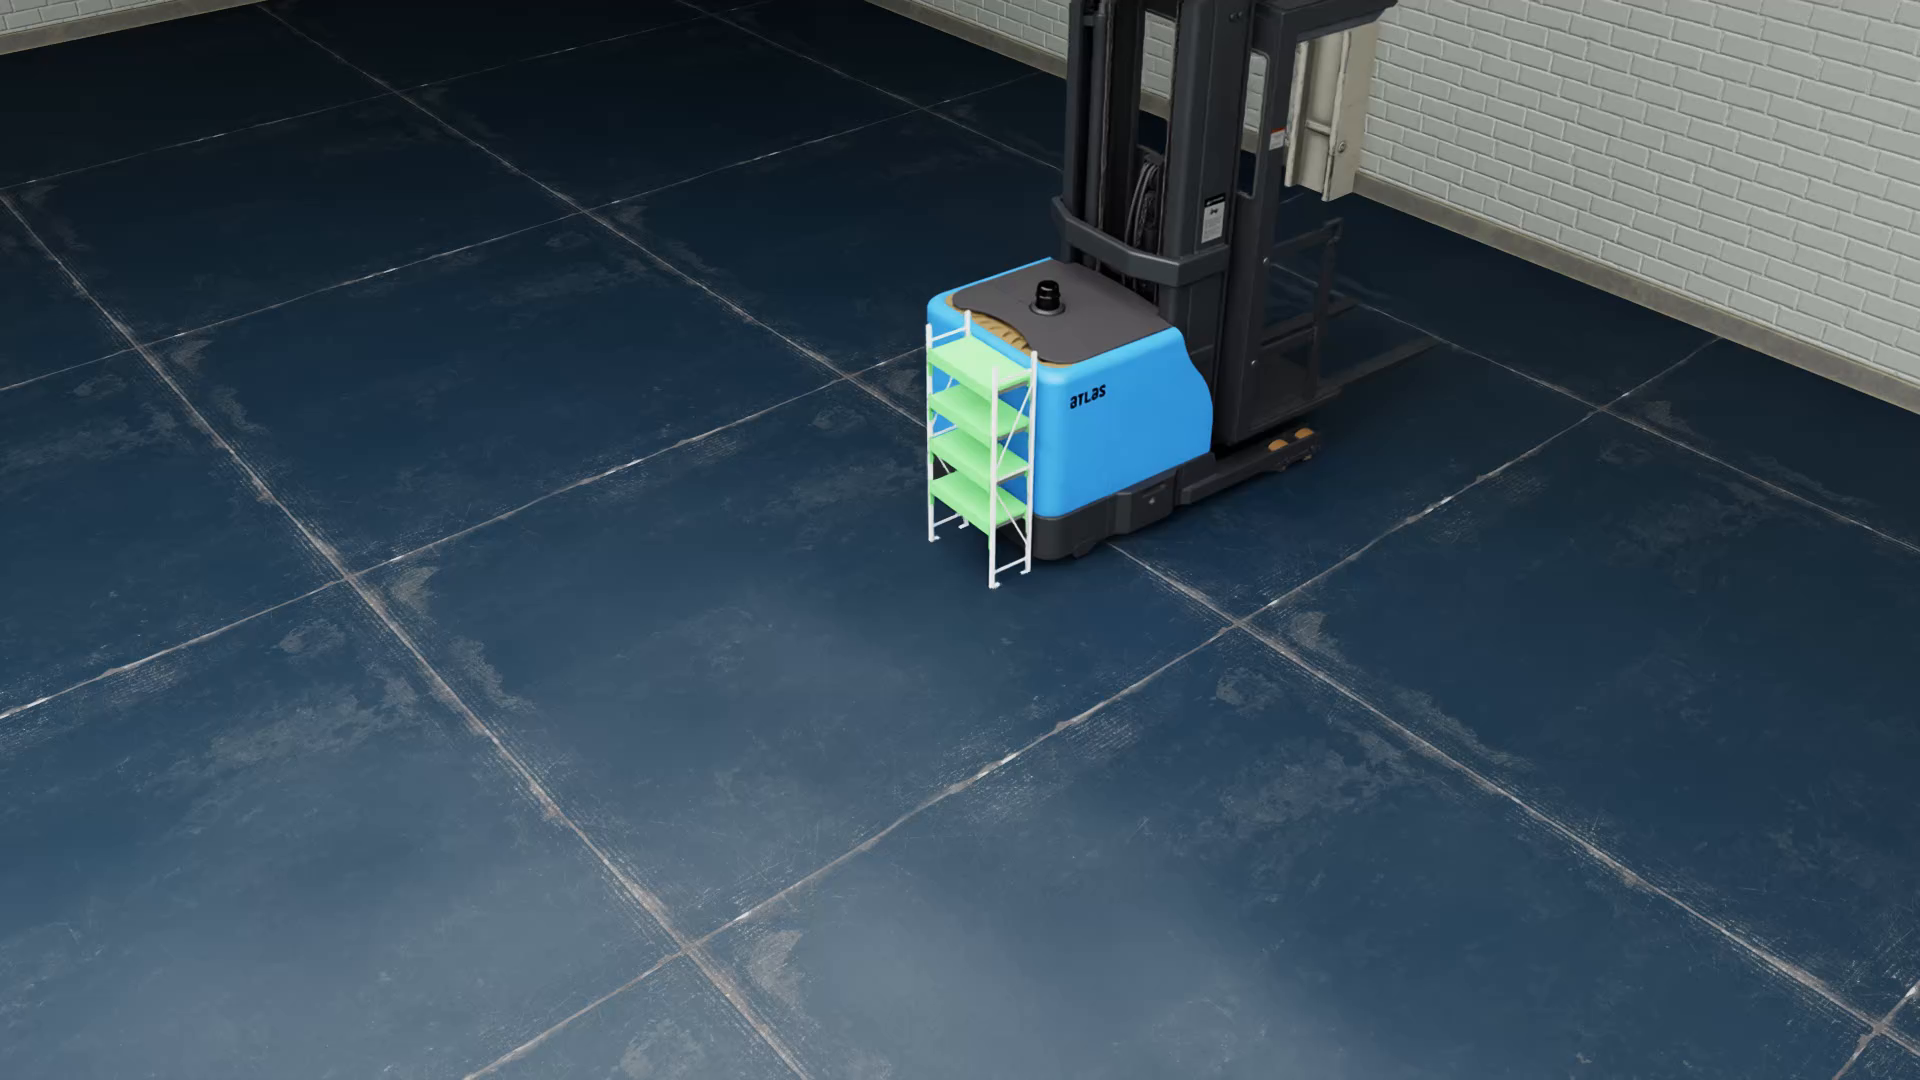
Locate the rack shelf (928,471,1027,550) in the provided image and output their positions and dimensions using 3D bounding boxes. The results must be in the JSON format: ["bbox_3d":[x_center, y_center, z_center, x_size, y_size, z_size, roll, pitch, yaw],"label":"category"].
[{"bbox_3d":[0.093,-0.166,7.971,0.258,0.148,0.480,-24,42,-30],"label":"rack shelf"}]

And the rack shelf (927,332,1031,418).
[{"bbox_3d":[0.094,-0.754,7.556,0.258,0.148,0.480,-24,42,-30],"label":"rack shelf"}]

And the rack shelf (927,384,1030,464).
[{"bbox_3d":[0.093,-0.558,7.694,0.258,0.148,0.480,-24,42,-30],"label":"rack shelf"}]

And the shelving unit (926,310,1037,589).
[{"bbox_3d":[0.093,-0.414,7.796,0.258,1.200,0.503,-24,42,-30],"label":"shelving unit"}]

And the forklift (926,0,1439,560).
[{"bbox_3d":[1.312,-1.780,8.227,3.031,2.935,1.130,-23,41,-29],"label":"forklift"}]

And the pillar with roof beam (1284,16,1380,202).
[{"bbox_3d":[-0.744,-4.562,6.906,9.100,9.000,0.400,-26,43,-32],"label":"pillar with roof beam"}]

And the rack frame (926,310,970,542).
[{"bbox_3d":[-0.054,-0.526,7.955,0.240,1.200,0.015,-24,42,-30],"label":"rack frame"}]

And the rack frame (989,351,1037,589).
[{"bbox_3d":[0.240,-0.301,7.637,0.240,1.200,0.015,-24,42,-30],"label":"rack frame"}]

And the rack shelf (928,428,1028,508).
[{"bbox_3d":[0.093,-0.362,7.833,0.258,0.148,0.480,-24,42,-30],"label":"rack shelf"}]
